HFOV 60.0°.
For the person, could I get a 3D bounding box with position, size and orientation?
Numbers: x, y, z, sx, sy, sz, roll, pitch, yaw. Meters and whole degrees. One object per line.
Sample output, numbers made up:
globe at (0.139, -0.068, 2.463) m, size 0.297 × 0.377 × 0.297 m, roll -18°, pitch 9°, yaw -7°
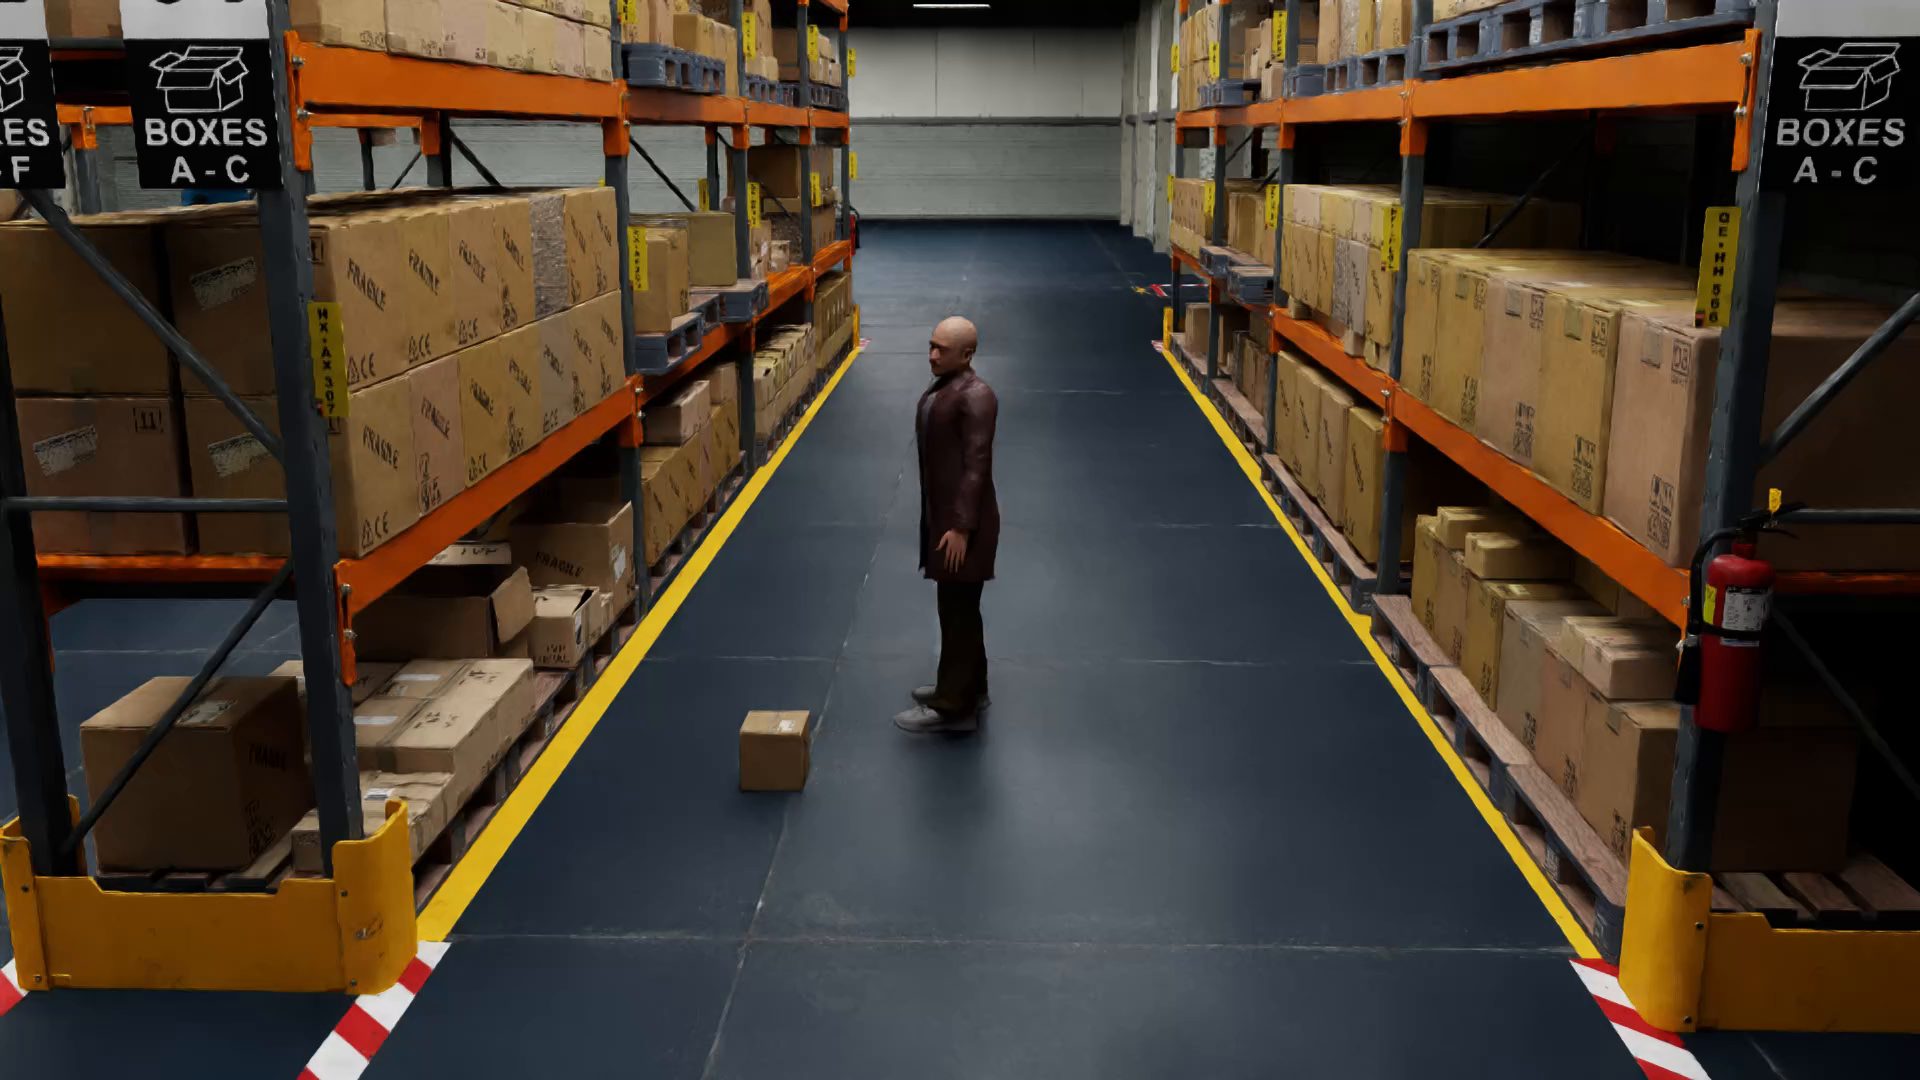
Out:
person at (-0.080, -0.064, 7.163) m, size 0.520 × 1.786 × 0.647 m, roll -4°, pitch 14°, yaw -17°
